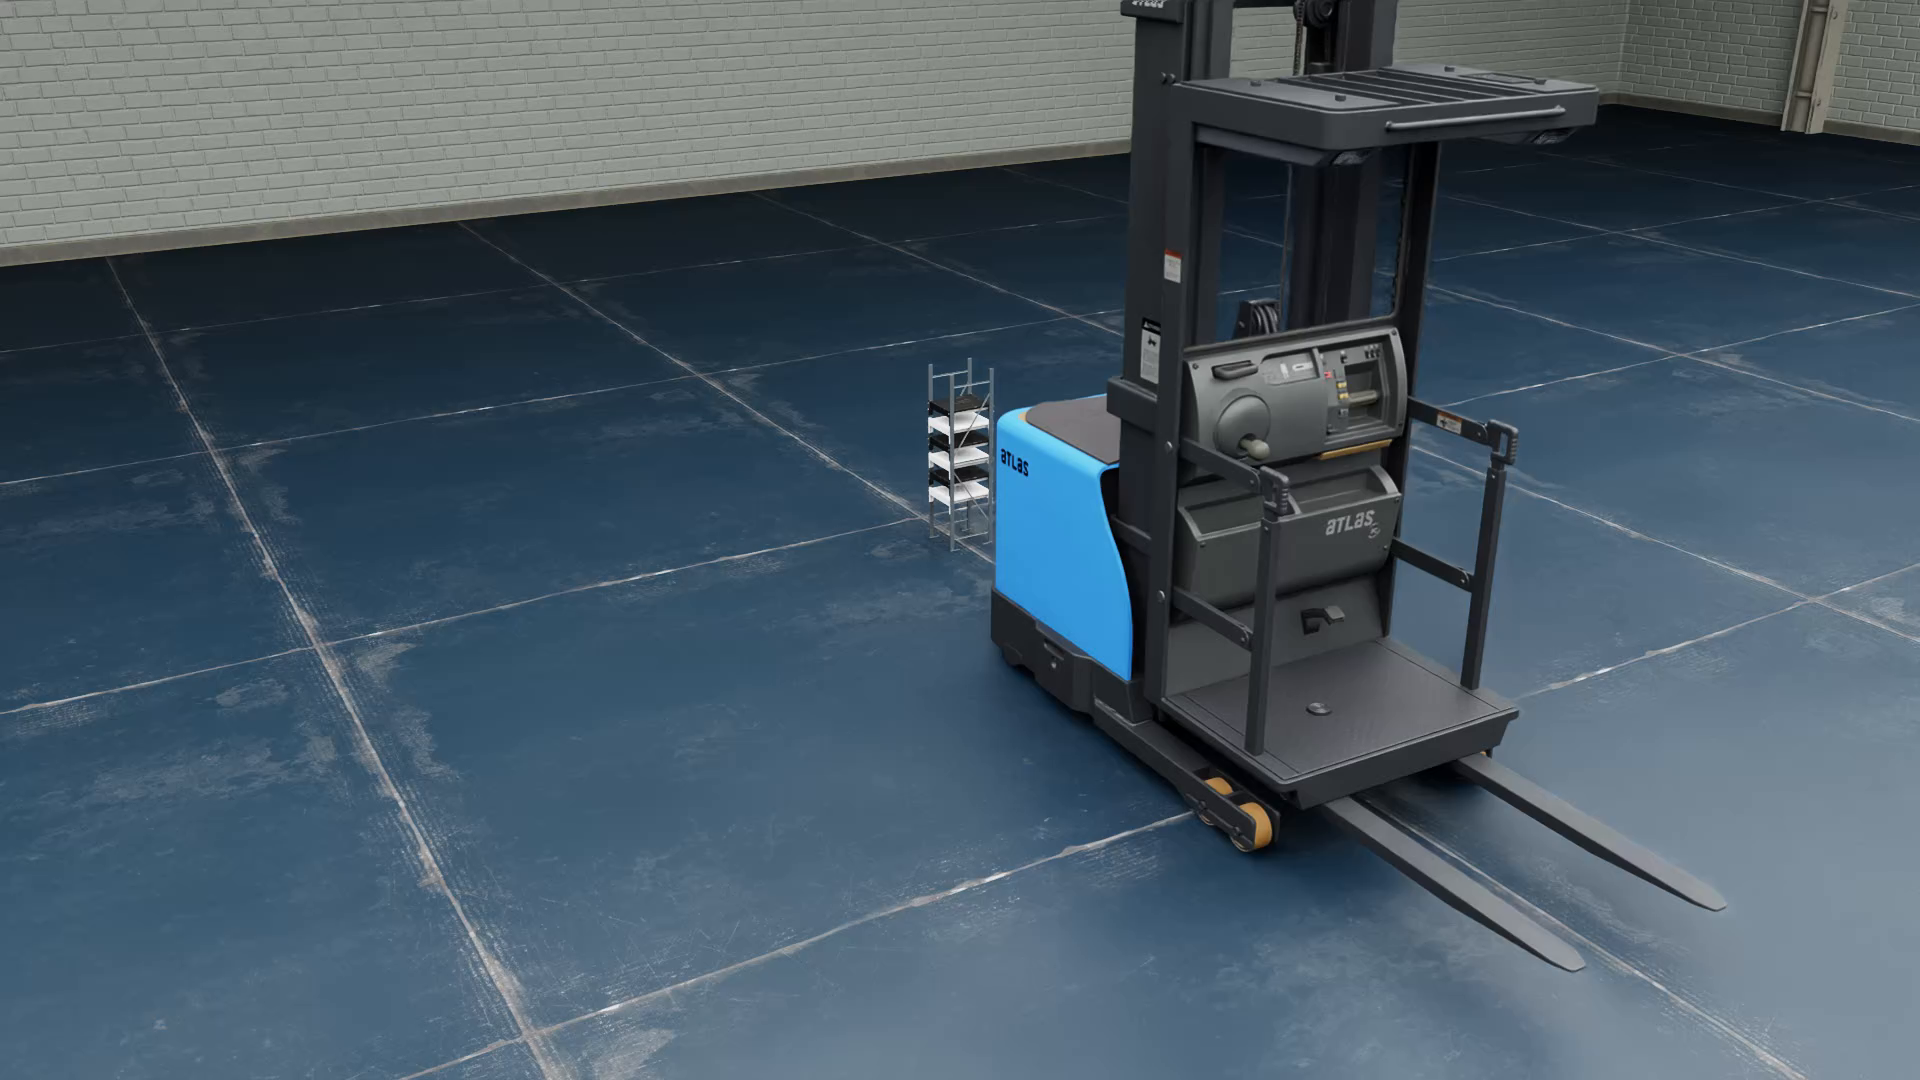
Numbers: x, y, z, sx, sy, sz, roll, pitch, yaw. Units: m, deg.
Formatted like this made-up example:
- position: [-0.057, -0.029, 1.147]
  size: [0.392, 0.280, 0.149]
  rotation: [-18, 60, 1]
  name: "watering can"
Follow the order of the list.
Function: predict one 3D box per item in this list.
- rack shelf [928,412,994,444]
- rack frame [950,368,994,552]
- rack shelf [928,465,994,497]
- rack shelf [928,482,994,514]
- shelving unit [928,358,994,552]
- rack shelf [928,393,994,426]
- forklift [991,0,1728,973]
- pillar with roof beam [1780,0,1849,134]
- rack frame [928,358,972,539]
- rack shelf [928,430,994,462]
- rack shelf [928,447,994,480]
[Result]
- position: [0.004, -0.550, 8.080]
  size: [0.258, 0.077, 0.200]
  rotation: [-13, 25, -28]
  name: "rack shelf"
- position: [0.056, -0.381, 8.055]
  size: [0.240, 0.900, 0.006]
  rotation: [-13, 25, -28]
  name: "rack frame"
- position: [0.004, -0.300, 8.182]
  size: [0.258, 0.077, 0.200]
  rotation: [-13, 25, -28]
  name: "rack shelf"
- position: [0.004, -0.217, 8.216]
  size: [0.258, 0.077, 0.200]
  rotation: [-13, 25, -28]
  name: "rack shelf"
- position: [0.004, -0.414, 8.136]
  size: [0.258, 0.900, 0.210]
  rotation: [-13, 25, -28]
  name: "shelving unit"
- position: [0.004, -0.633, 8.046]
  size: [0.258, 0.077, 0.200]
  rotation: [-13, 25, -28]
  name: "rack shelf"
- position: [1.290, -0.487, 5.618]
  size: [1.130, 2.935, 3.031]
  rotation: [-12, 25, -27]
  name: "forklift"
- position: [6.948, -8.513, 17.305]
  size: [9.100, 9.000, 0.400]
  rotation: [-13, 25, -28]
  name: "pillar with roof beam"
- position: [-0.048, -0.447, 8.217]
  size: [0.240, 0.900, 0.006]
  rotation: [-13, 25, -28]
  name: "rack frame"
- position: [0.004, -0.467, 8.114]
  size: [0.258, 0.077, 0.200]
  rotation: [-13, 25, -28]
  name: "rack shelf"
- position: [0.004, -0.383, 8.148]
  size: [0.258, 0.077, 0.200]
  rotation: [-13, 25, -28]
  name: "rack shelf"
